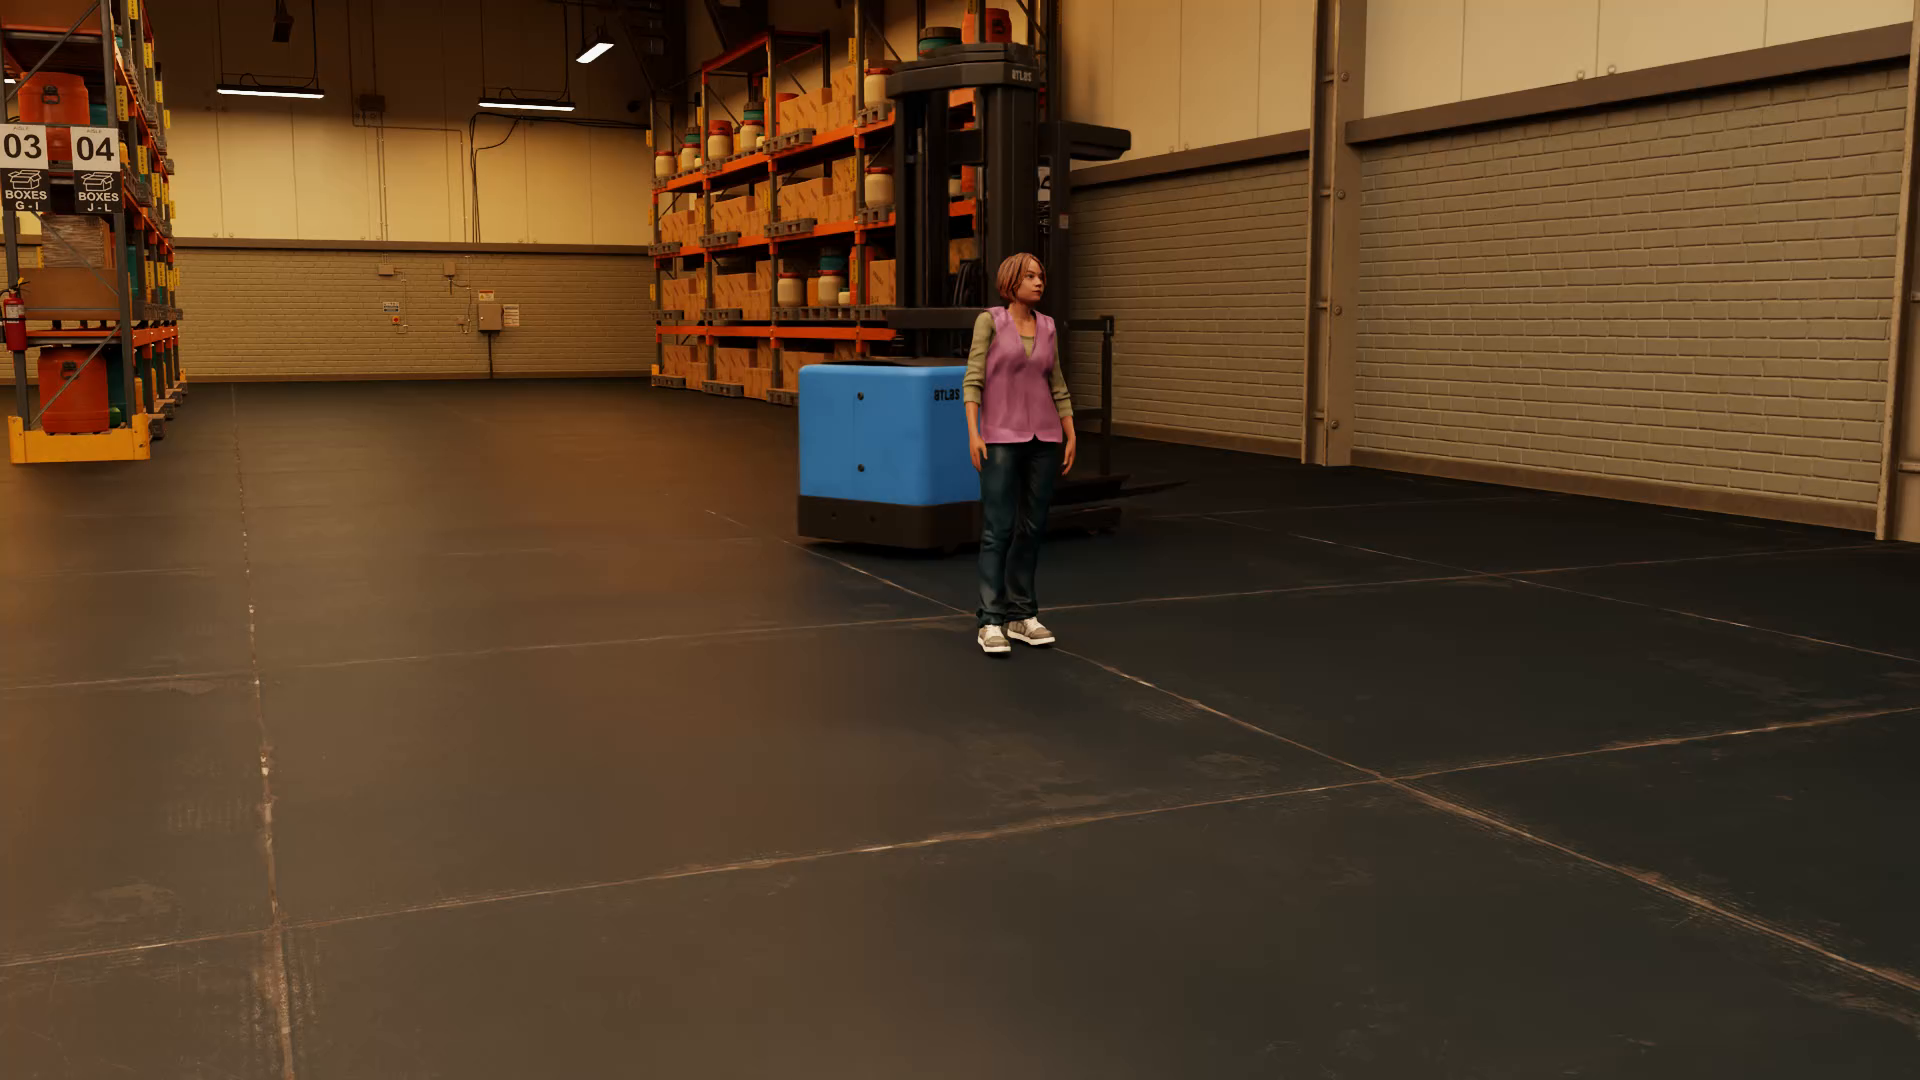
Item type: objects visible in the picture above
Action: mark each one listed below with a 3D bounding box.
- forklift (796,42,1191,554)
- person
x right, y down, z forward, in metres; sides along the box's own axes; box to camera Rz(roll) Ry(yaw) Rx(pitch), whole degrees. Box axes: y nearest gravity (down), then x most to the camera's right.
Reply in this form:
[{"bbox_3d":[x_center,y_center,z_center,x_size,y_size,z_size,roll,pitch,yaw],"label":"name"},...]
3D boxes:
[{"bbox_3d":[0.371,-1.521,10.475,1.130,2.935,3.031,6,10,40],"label":"forklift"},{"bbox_3d":[0.269,-0.368,6.776,0.520,1.600,0.472,-4,8,-26],"label":"person"}]
